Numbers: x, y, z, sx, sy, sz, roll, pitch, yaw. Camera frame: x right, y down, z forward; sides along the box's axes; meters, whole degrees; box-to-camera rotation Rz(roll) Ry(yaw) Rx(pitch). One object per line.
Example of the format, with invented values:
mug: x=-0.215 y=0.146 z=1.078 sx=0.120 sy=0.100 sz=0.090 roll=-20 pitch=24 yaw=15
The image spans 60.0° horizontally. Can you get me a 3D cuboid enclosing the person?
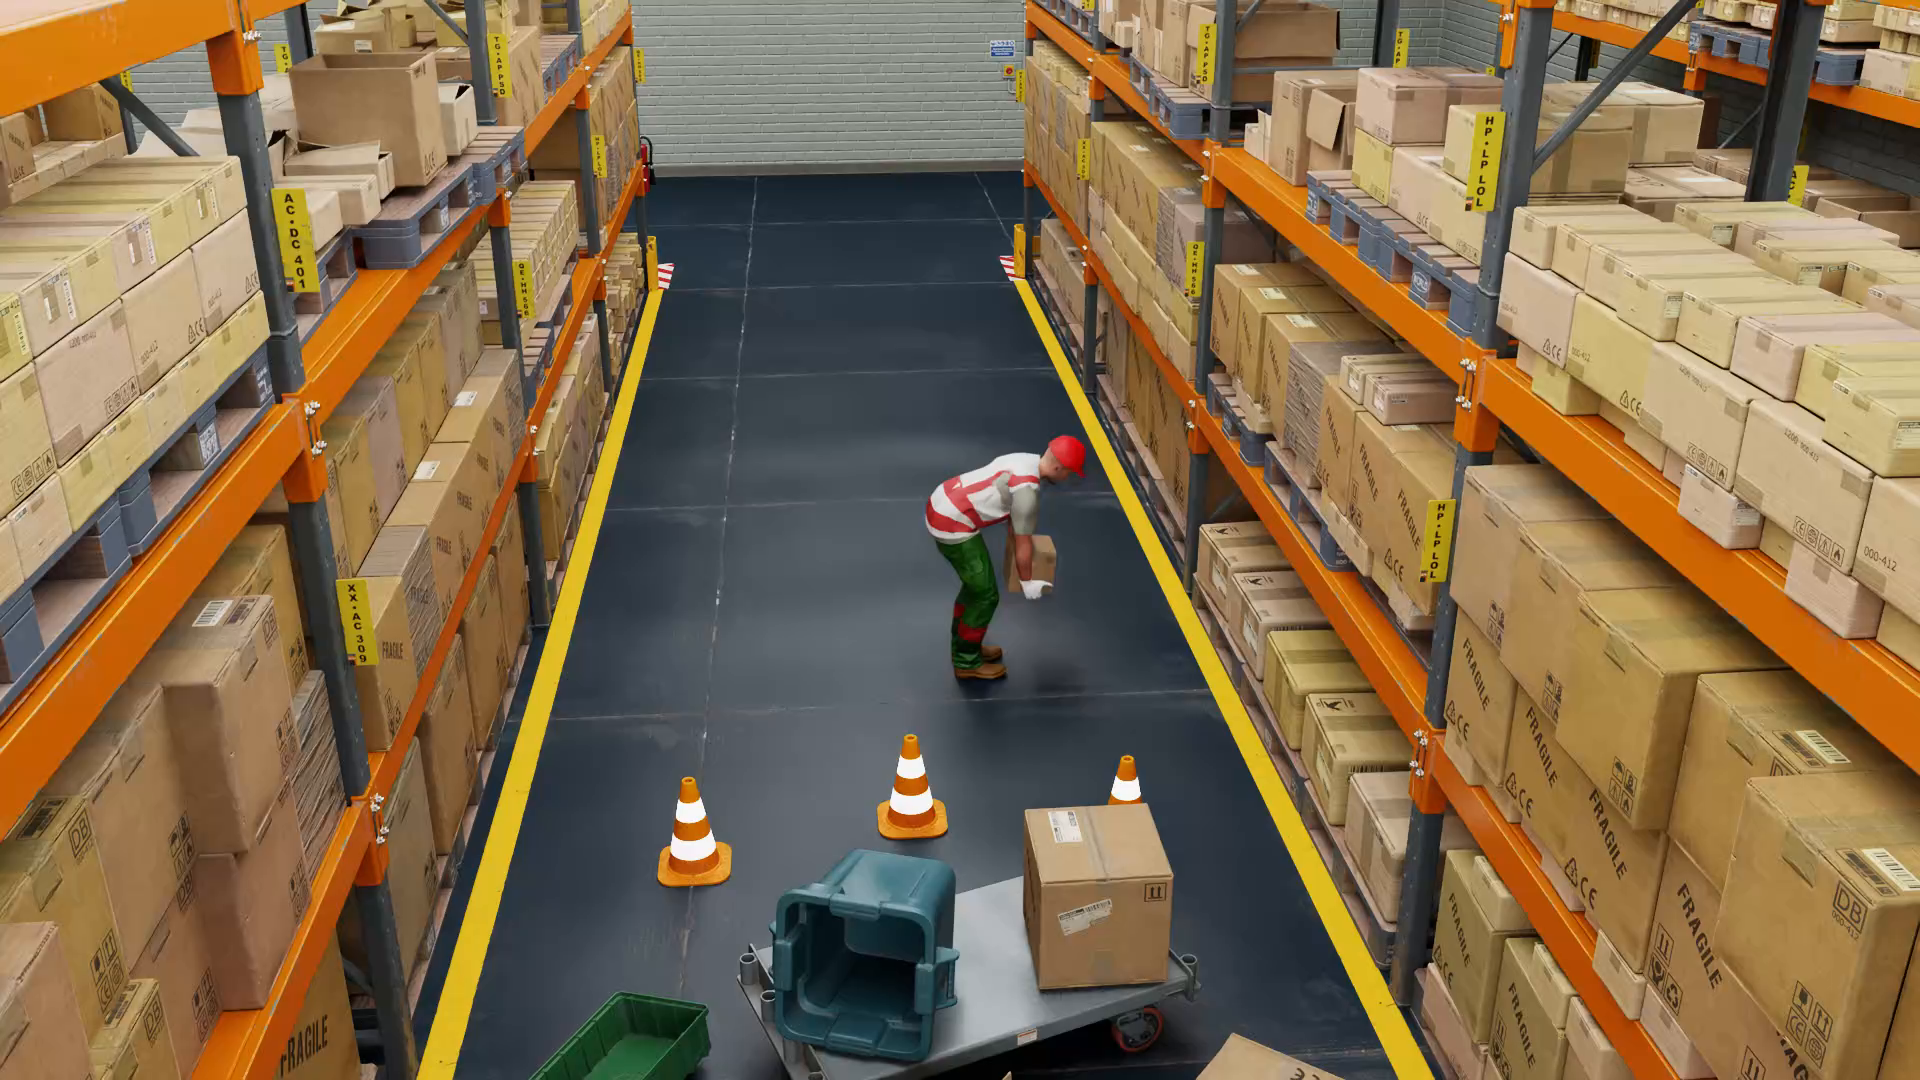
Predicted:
person: x=0.253 y=0.083 z=9.359 sx=0.887 sy=1.401 sz=0.472 roll=-3 pitch=24 yaw=-6
